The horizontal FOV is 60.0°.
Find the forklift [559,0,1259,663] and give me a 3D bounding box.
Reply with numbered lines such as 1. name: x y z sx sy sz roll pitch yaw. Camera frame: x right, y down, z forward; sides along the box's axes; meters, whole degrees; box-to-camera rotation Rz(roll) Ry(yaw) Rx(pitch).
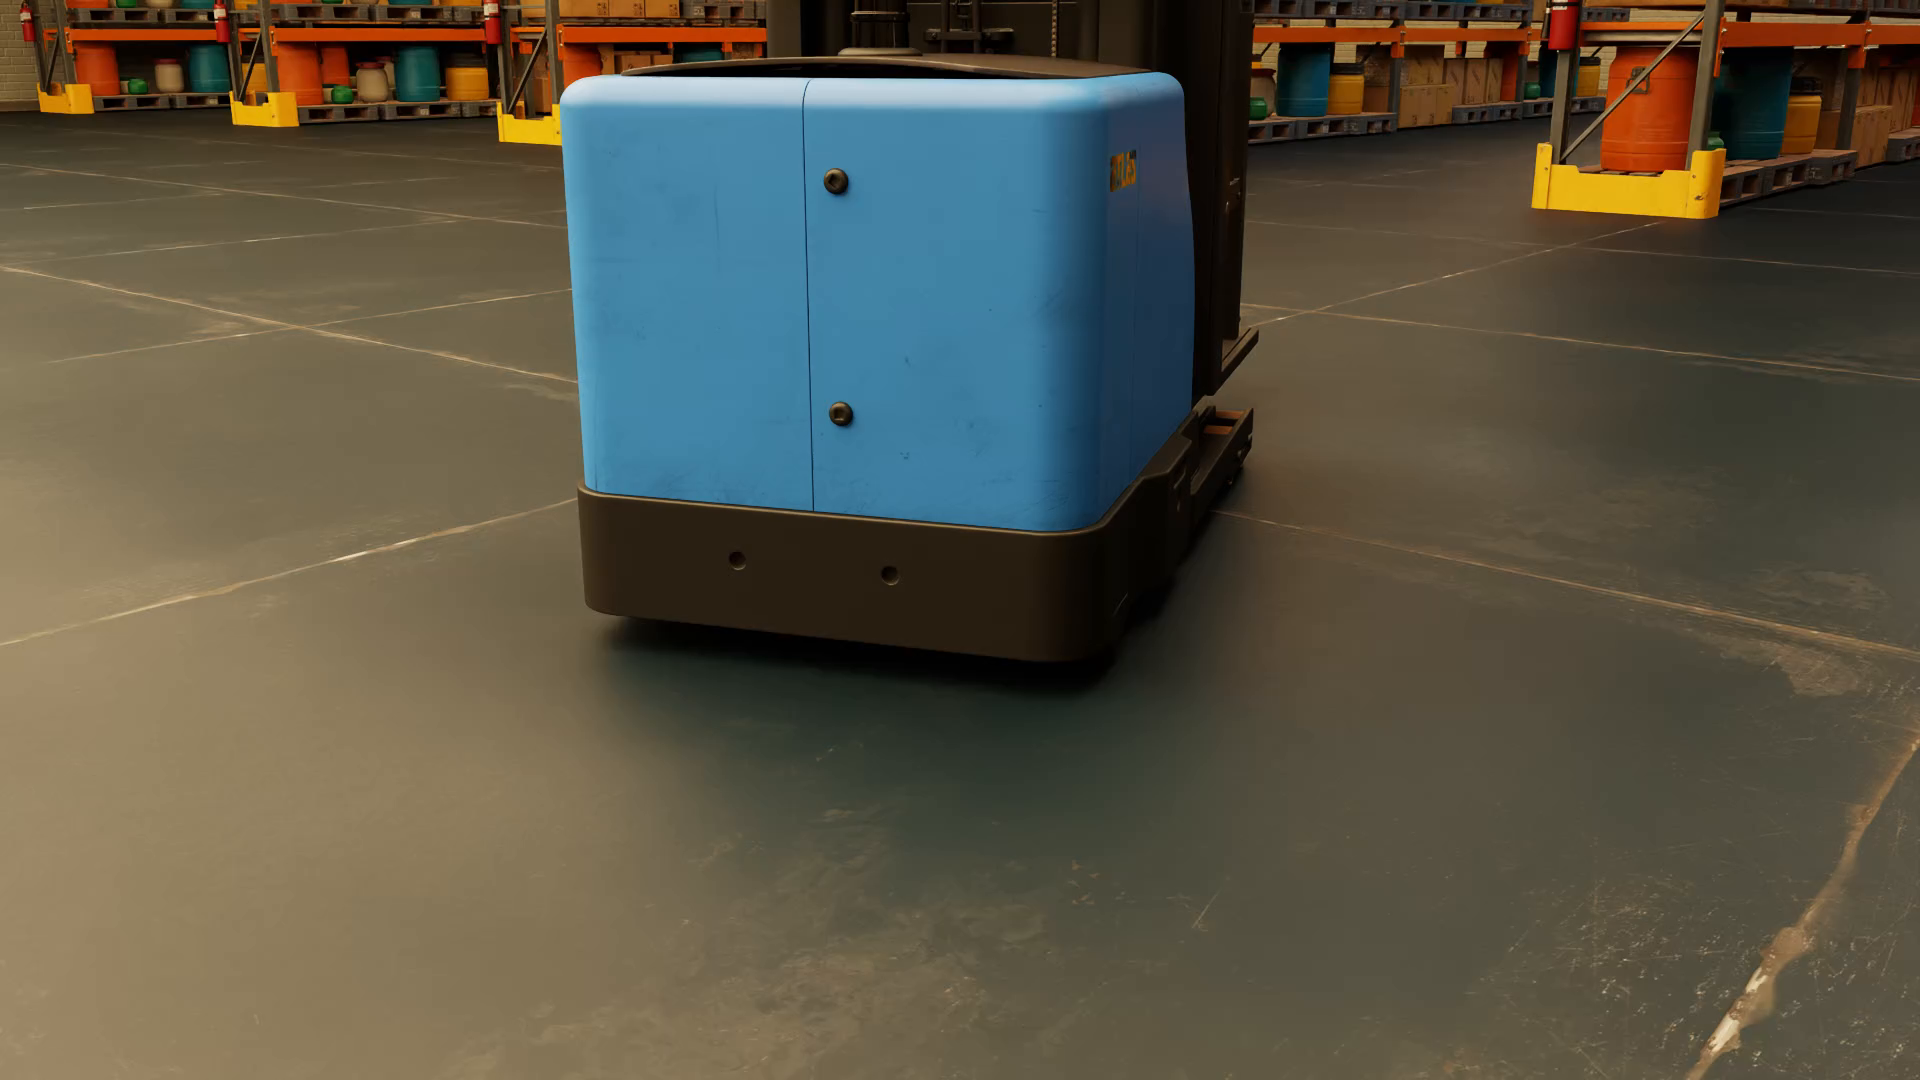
1. forklift: 0.182 -1.571 4.072 1.130 2.935 3.031 5 18 17
